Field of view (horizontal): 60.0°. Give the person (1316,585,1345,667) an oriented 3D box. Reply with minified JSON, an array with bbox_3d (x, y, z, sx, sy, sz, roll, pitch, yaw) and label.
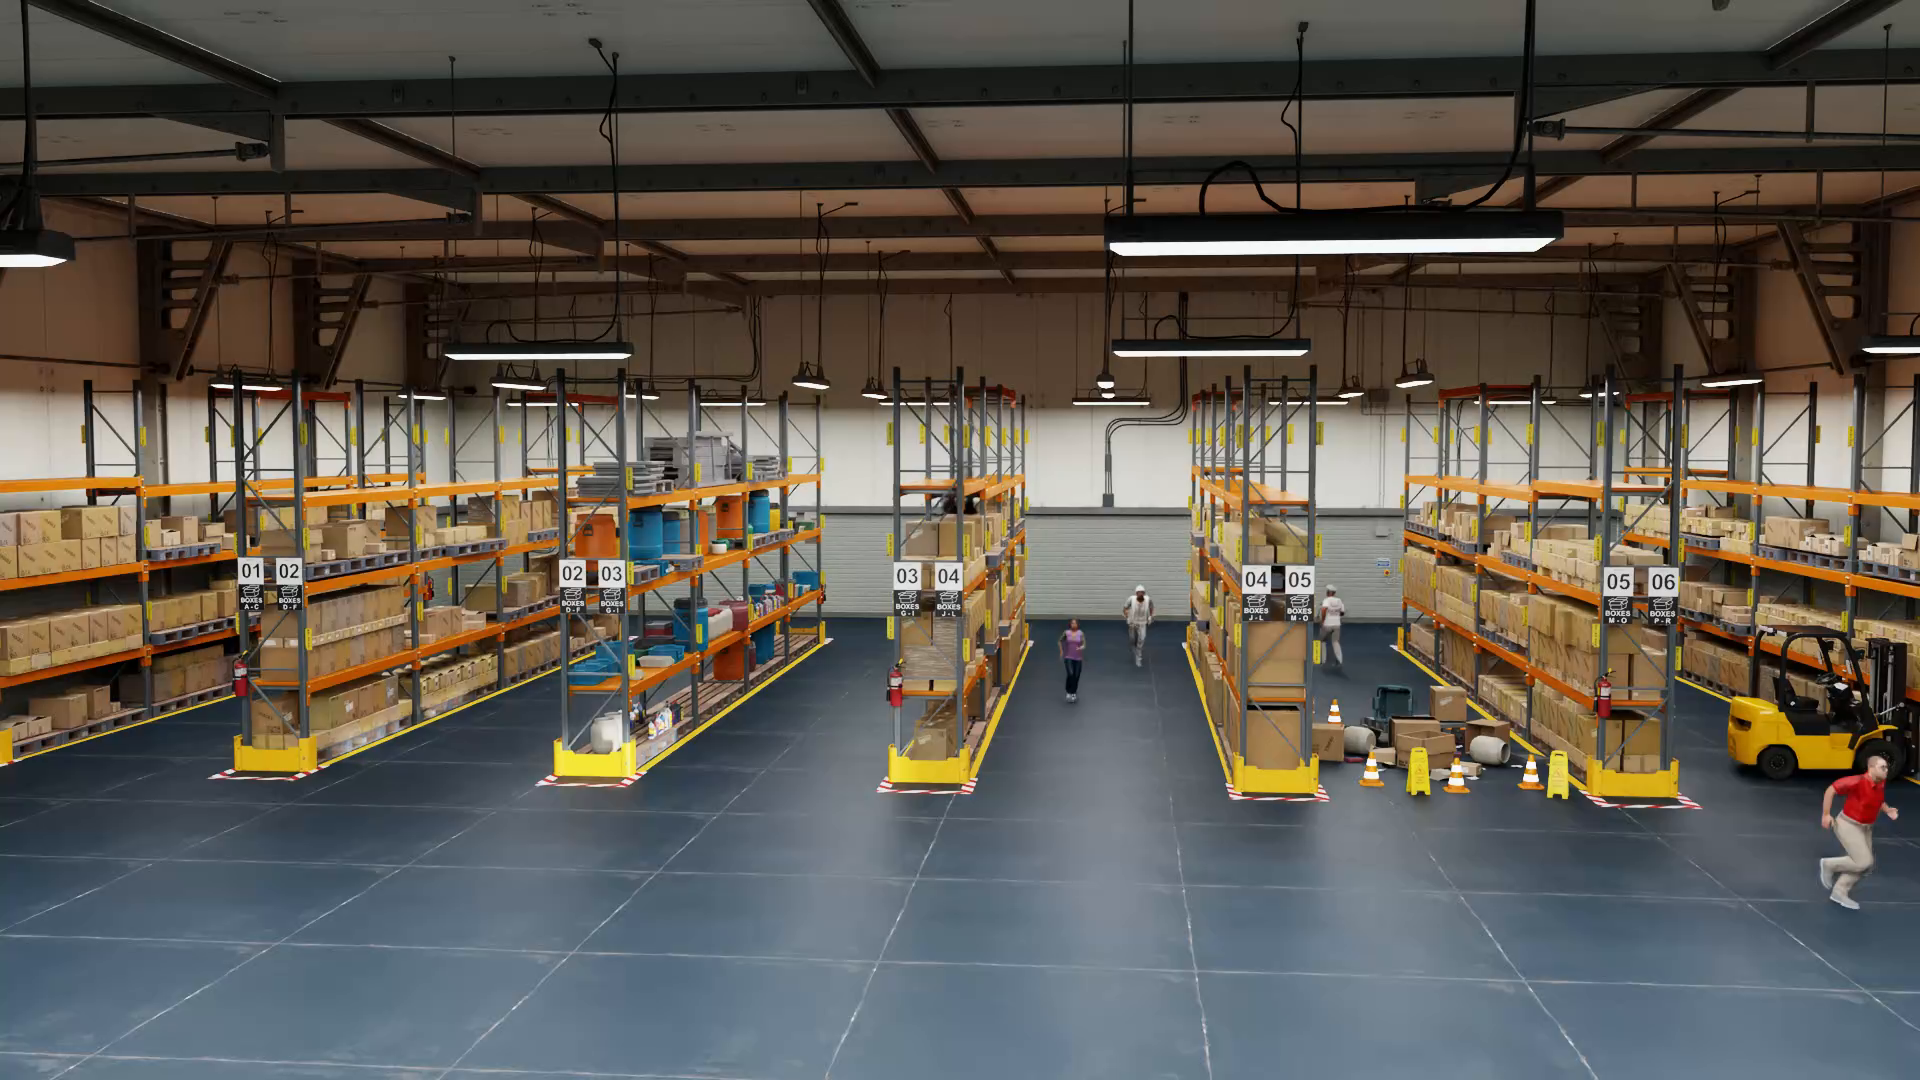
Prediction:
[{"bbox_3d":[7.994,1.893,35.804,0.644,1.835,0.781,-1,4,-11],"label":"person"}]

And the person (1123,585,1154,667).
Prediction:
[{"bbox_3d":[3.928,1.865,36.636,0.680,1.770,1.070,0,4,3],"label":"person"}]

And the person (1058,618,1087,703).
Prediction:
[{"bbox_3d":[2.120,2.259,31.245,0.505,1.592,0.662,0,4,-6],"label":"person"}]

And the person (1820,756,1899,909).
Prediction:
[{"bbox_3d":[9.553,3.094,17.654,0.652,1.655,0.744,-2,4,-33],"label":"person"}]
